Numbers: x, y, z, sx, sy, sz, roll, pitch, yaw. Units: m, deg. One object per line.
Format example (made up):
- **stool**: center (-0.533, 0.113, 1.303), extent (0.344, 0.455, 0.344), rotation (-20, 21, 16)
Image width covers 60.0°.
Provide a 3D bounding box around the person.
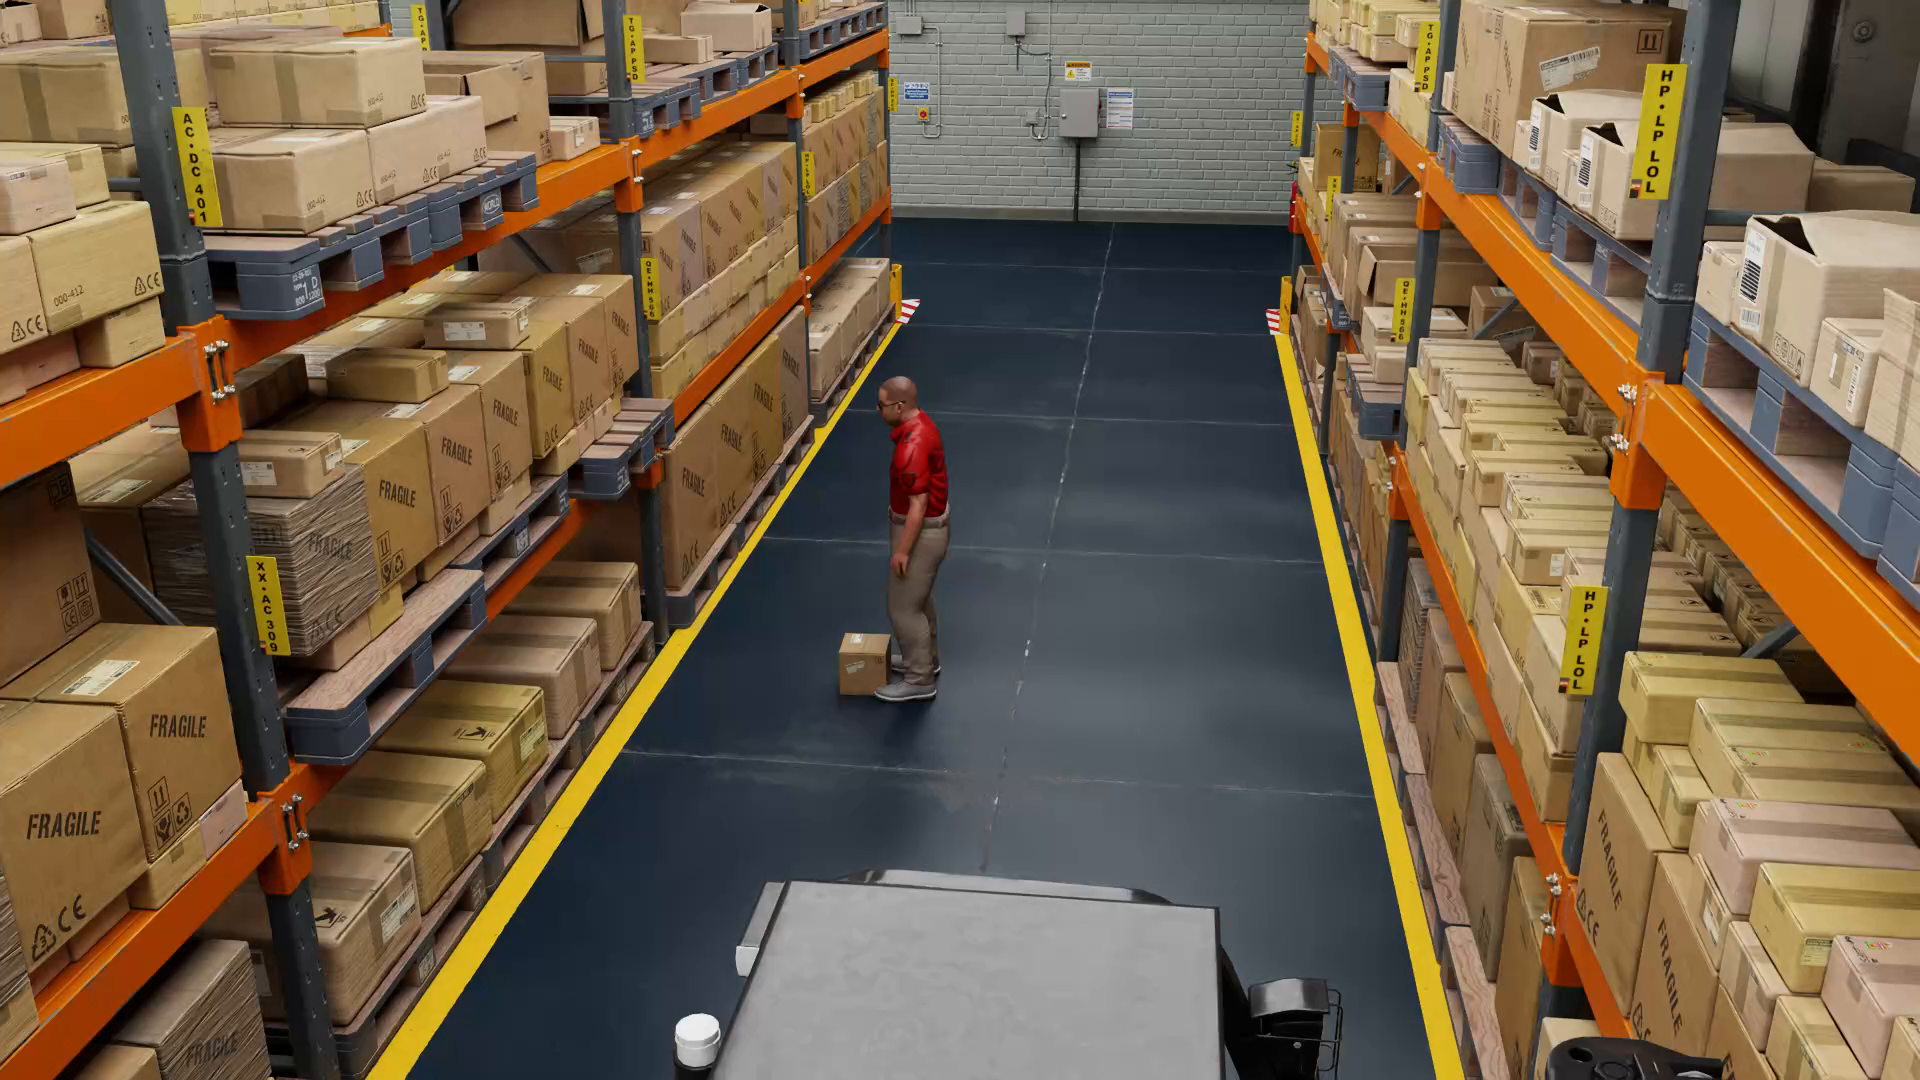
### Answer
- **person**: center (-0.250, -0.018, 8.648), extent (0.390, 1.726, 0.588), rotation (2, 21, 4)
